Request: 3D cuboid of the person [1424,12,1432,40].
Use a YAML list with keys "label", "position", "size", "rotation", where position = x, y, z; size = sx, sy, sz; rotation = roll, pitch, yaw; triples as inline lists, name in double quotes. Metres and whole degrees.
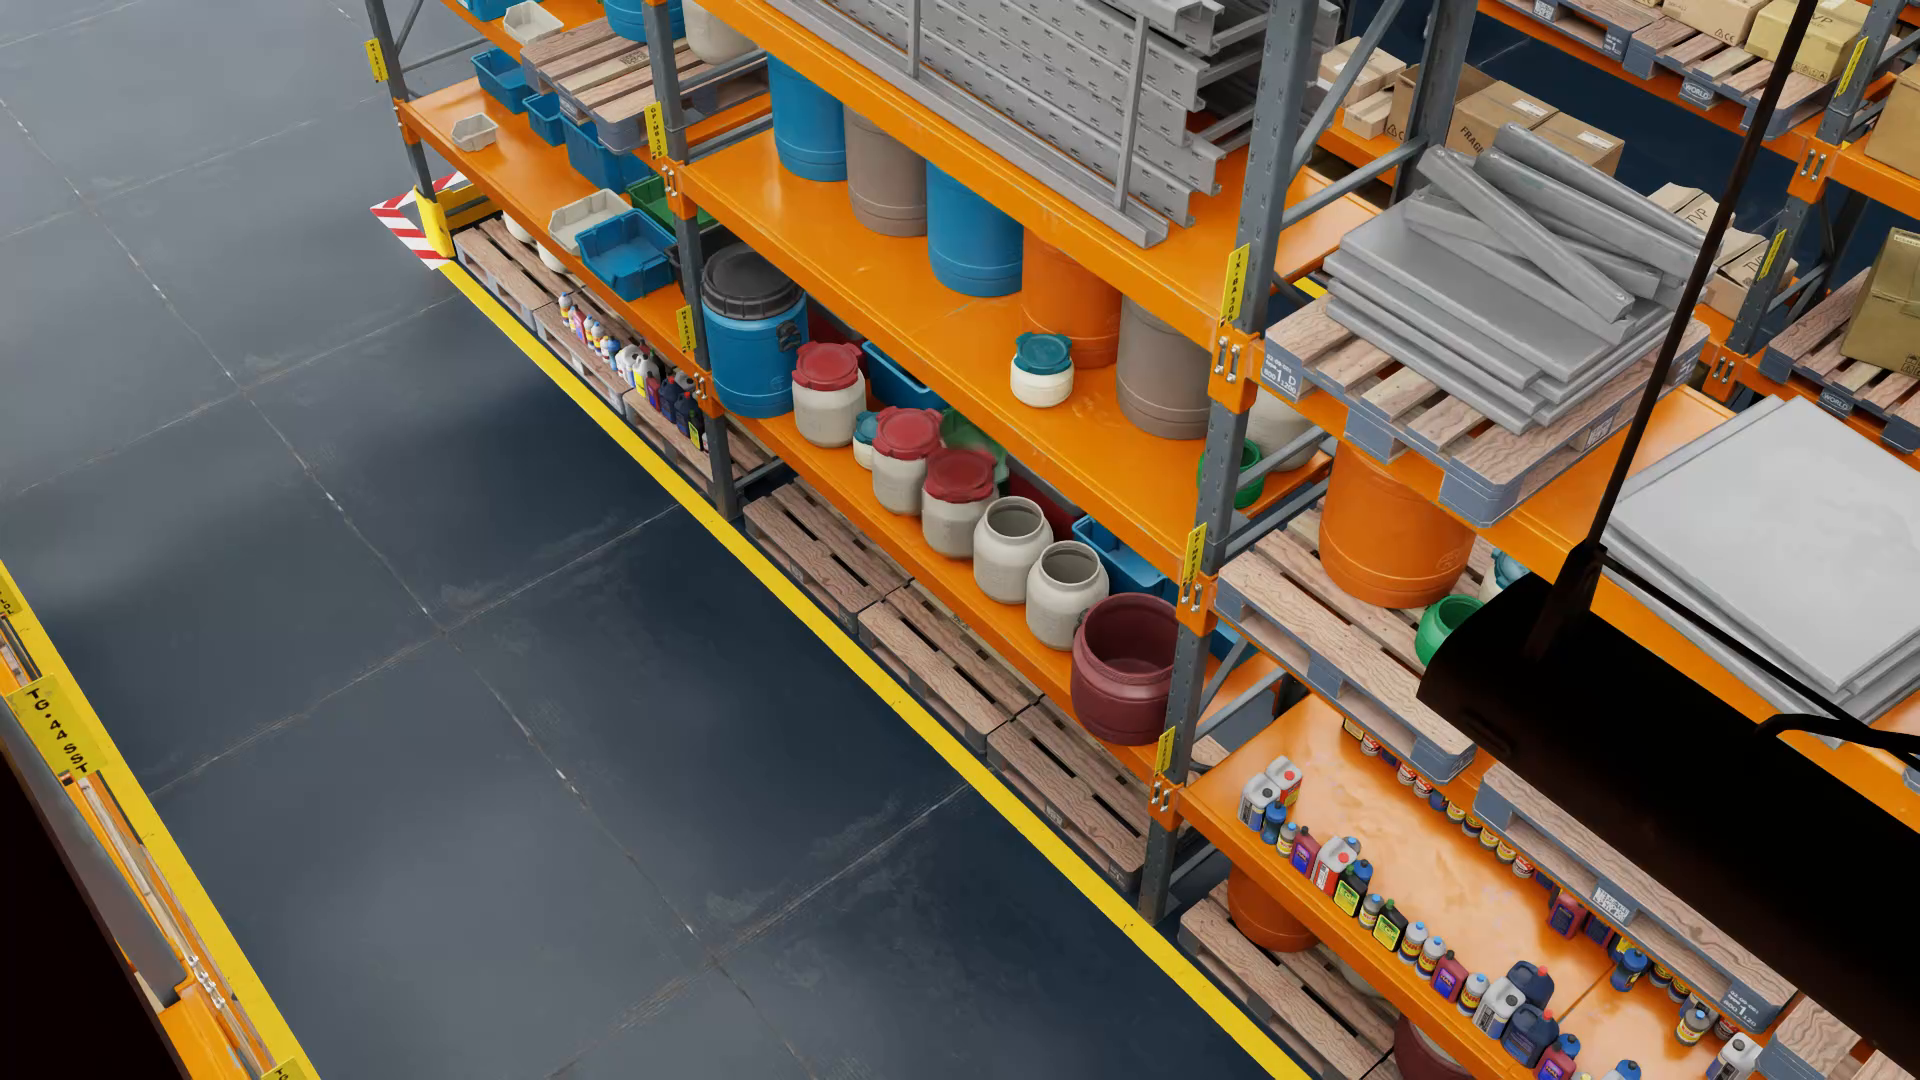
- label: "person"
  position: [4.533, -5.157, 14.730]
  size: [0.538, 1.650, 0.493]
  rotation: [-21, 50, -19]
